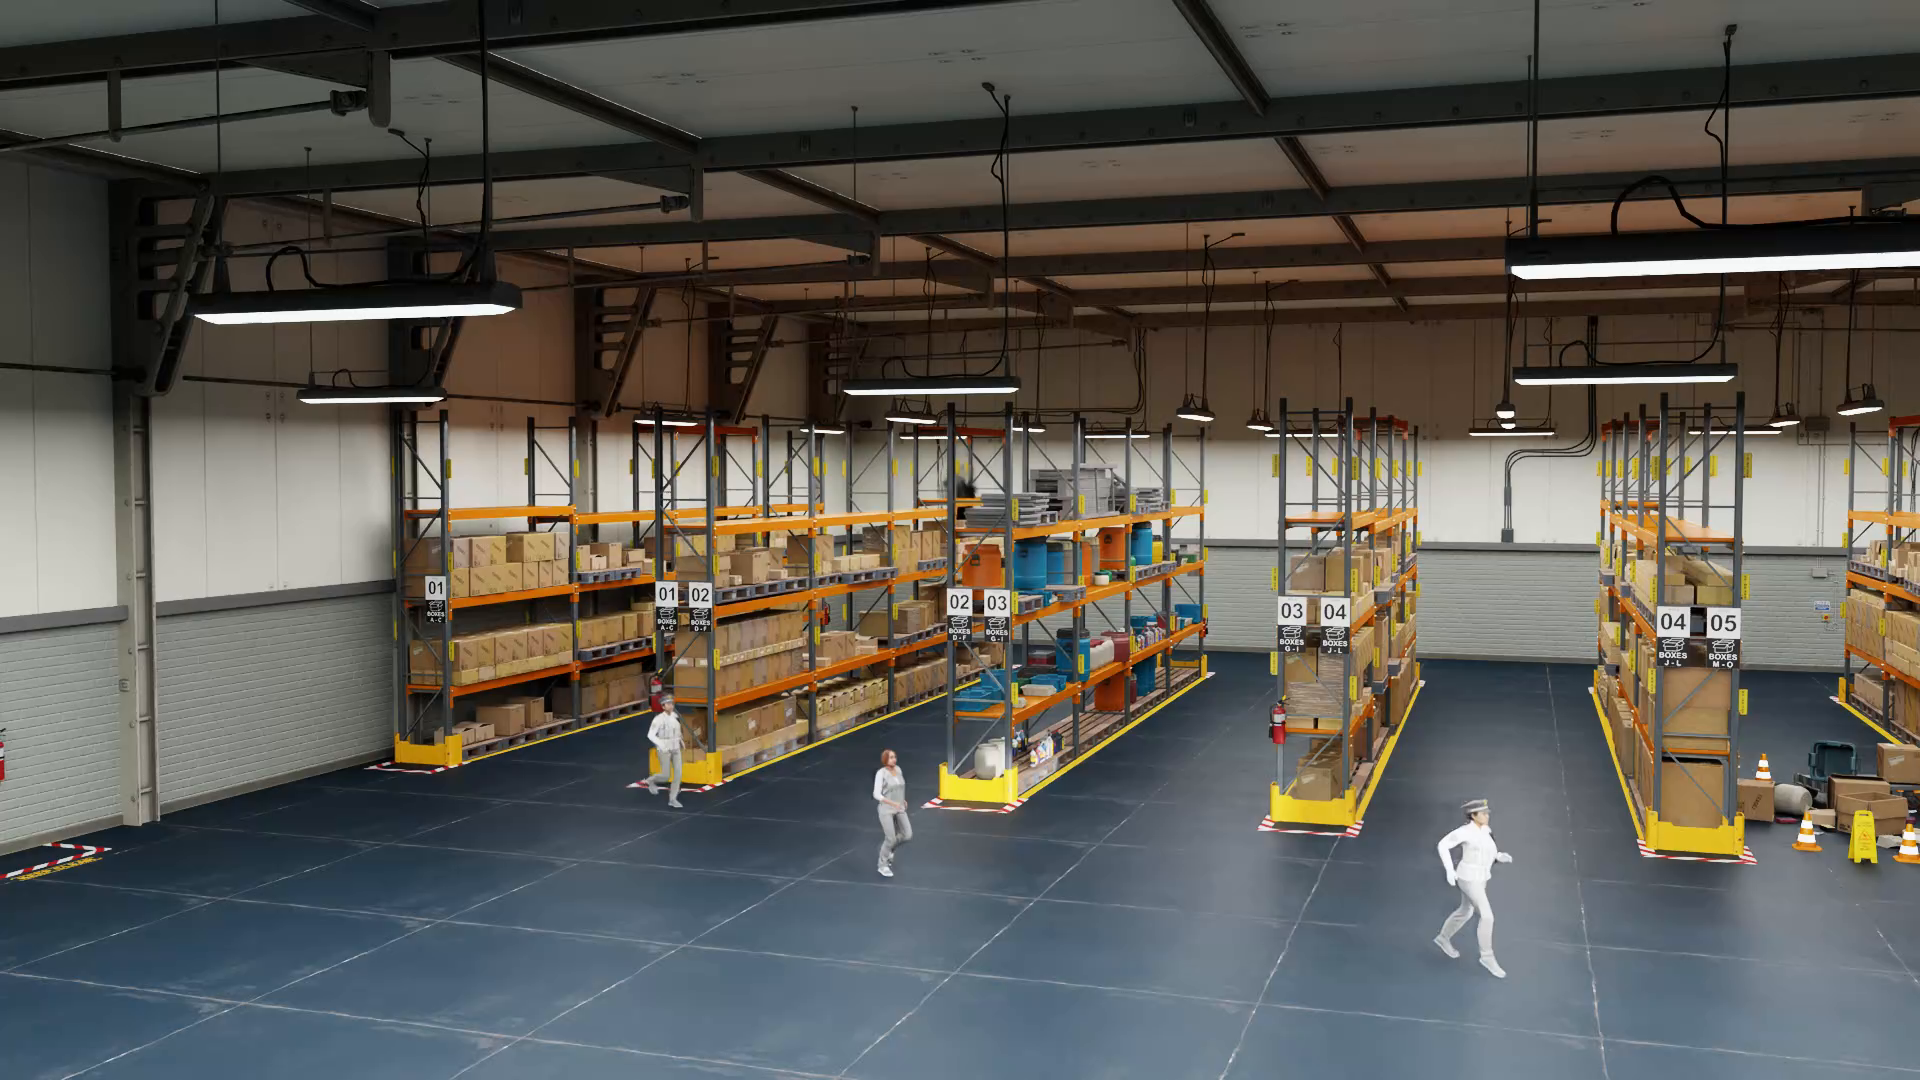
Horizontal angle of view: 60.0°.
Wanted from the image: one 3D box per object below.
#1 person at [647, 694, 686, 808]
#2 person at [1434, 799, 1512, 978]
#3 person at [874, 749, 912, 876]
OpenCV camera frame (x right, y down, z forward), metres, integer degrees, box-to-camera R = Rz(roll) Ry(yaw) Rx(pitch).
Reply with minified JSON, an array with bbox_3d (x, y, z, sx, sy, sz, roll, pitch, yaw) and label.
[{"bbox_3d":[-4.353,3.122,24.713,0.713,1.655,0.630,2,3,44],"label":"person"},{"bbox_3d":[5.124,3.435,16.632,0.832,1.734,0.580,2,3,45],"label":"person"},{"bbox_3d":[-0.814,3.350,20.441,0.539,1.566,0.537,-2,3,-42],"label":"person"}]
